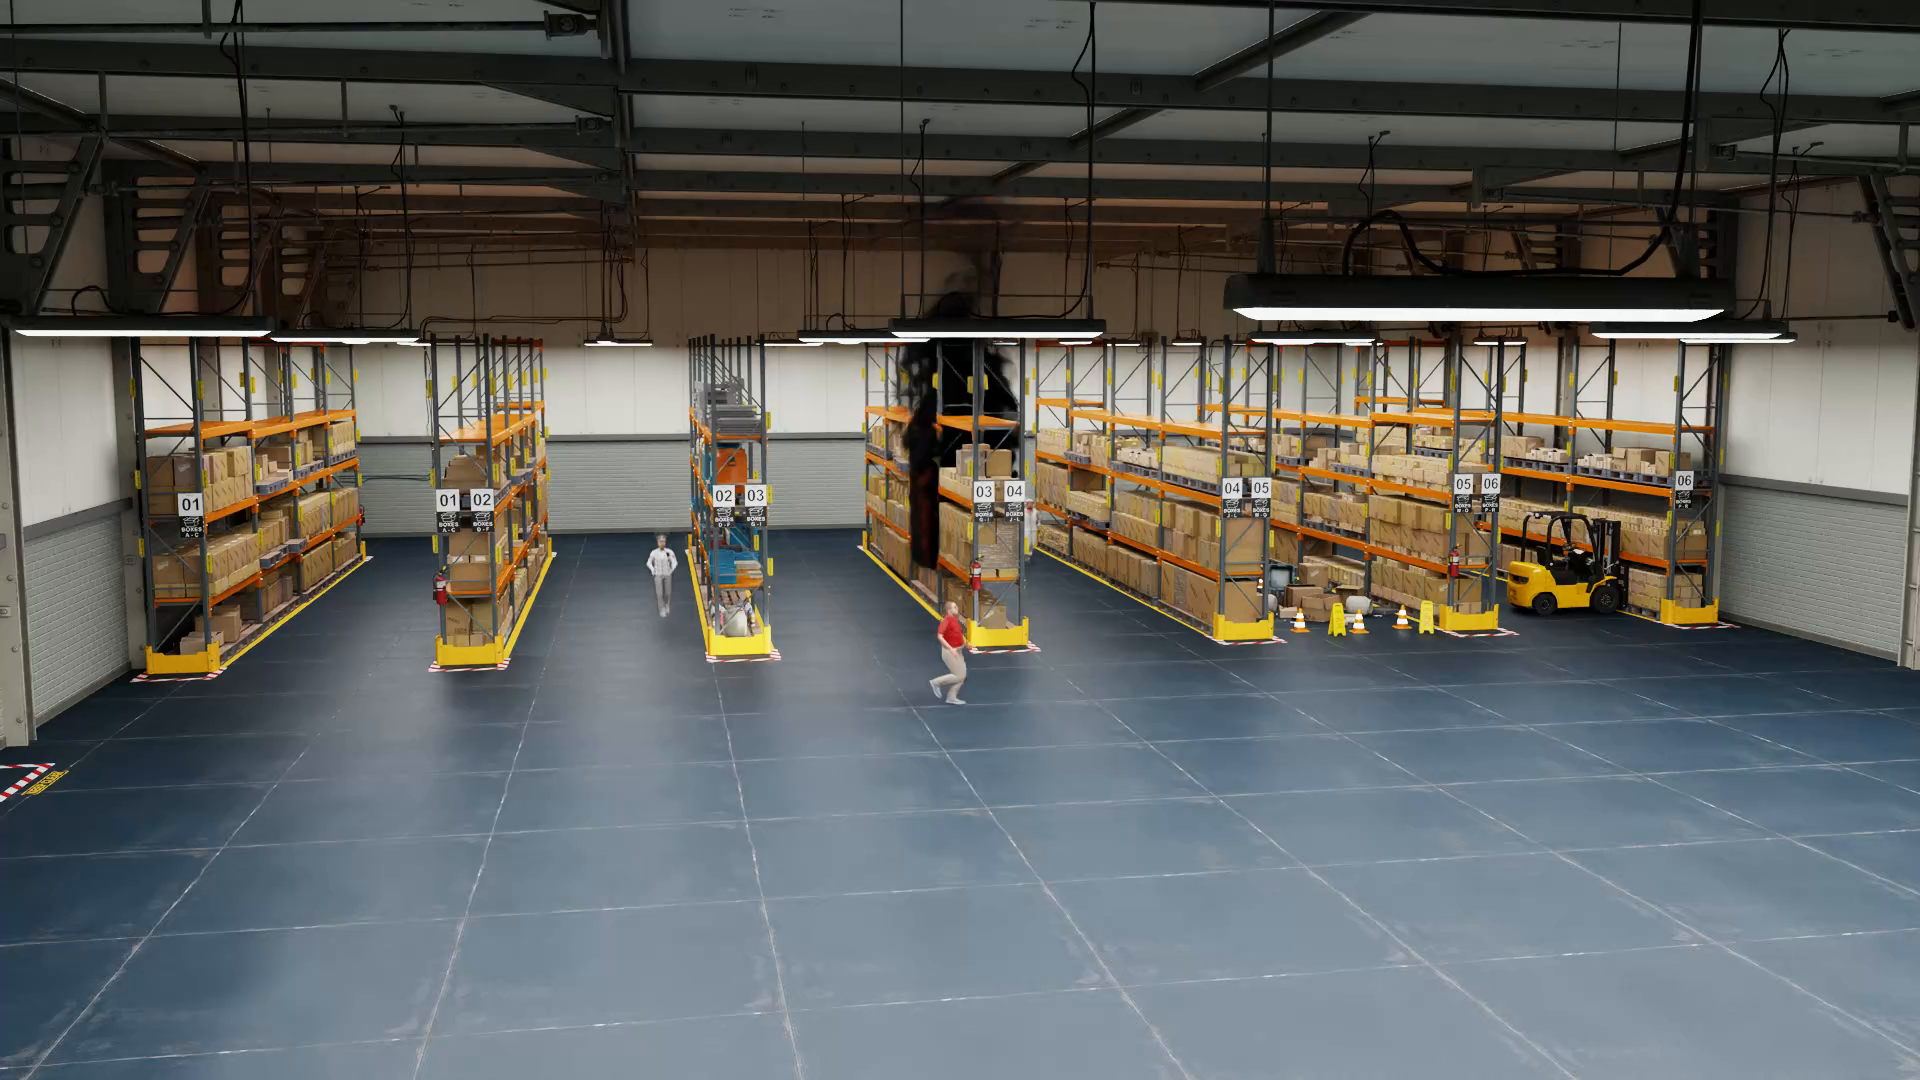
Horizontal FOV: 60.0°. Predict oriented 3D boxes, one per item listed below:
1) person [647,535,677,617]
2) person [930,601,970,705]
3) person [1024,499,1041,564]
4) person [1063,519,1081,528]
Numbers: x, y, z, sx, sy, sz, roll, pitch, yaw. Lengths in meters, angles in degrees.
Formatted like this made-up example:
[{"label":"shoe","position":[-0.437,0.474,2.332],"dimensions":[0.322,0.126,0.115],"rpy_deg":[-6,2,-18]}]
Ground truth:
[{"label":"person","position":[-6.076,0.727,33.939],"dimensions":[0.614,1.653,0.525],"rpy_deg":[-1,7,-12]},{"label":"person","position":[-0.161,1.826,26.853],"dimensions":[0.599,1.684,0.670],"rpy_deg":[1,7,11]},{"label":"person","position":[1.880,-0.225,44.262],"dimensions":[0.631,1.748,0.612],"rpy_deg":[-1,7,-11]},{"label":"person","position":[3.403,-0.786,50.001],"dimensions":[0.592,1.615,0.625],"rpy_deg":[-2,7,-18]}]
